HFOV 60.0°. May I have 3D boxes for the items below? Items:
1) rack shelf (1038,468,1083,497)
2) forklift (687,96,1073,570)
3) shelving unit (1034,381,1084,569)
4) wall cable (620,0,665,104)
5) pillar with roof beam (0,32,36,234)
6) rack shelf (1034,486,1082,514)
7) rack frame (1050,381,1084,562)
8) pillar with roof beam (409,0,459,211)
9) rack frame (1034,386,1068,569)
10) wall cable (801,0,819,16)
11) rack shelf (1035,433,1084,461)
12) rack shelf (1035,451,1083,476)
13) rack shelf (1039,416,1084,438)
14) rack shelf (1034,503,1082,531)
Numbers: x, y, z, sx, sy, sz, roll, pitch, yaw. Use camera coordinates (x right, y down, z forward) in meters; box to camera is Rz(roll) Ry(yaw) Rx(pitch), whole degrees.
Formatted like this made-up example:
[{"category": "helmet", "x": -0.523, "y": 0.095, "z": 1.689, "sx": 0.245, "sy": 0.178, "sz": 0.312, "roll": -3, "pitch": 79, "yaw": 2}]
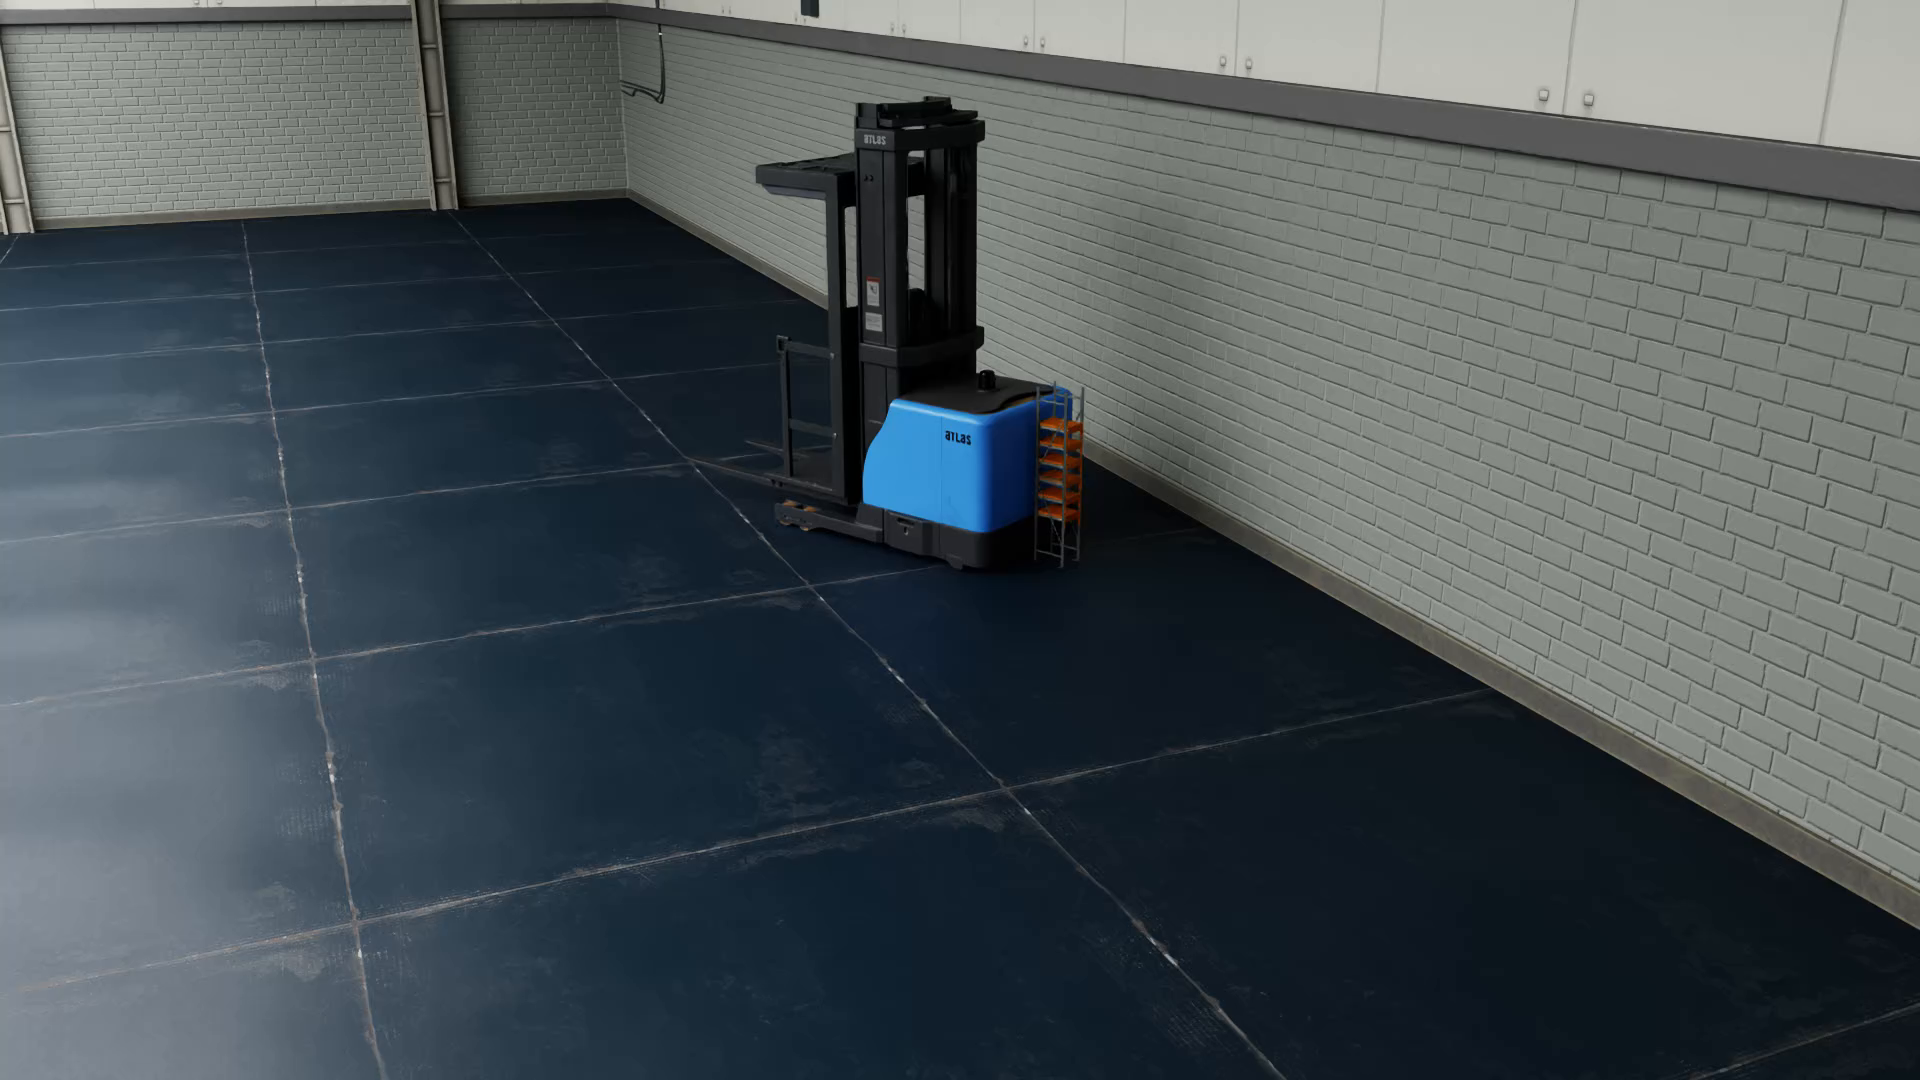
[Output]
[{"category": "rack shelf", "x": 0.647, "y": -0.380, "z": 10.926, "sx": 0.258, "sy": 0.103, "sz": 0.180, "roll": 15, "pitch": 24, "yaw": 36}, {"category": "forklift", "x": -0.690, "y": -1.567, "z": 11.559, "sx": 3.031, "sy": 2.935, "sz": 1.130, "roll": 15, "pitch": 24, "yaw": 36}, {"category": "shelving unit", "x": 0.648, "y": -0.422, "z": 10.911, "sx": 0.258, "sy": 1.200, "sz": 0.189, "roll": 15, "pitch": 24, "yaw": 36}, {"category": "wall cable", "x": -4.997, "y": -8.055, "z": 25.526, "sx": 0.112, "sy": 2.526, "sz": 3.097, "roll": -8, "pitch": 21, "yaw": -22}, {"category": "pillar with roof beam", "x": -12.029, "y": -7.434, "z": 19.084, "sx": 0.400, "sy": 9.000, "sz": 9.100, "roll": -8, "pitch": 21, "yaw": -22}, {"category": "rack shelf", "x": 0.647, "y": -0.267, "z": 10.966, "sx": 0.258, "sy": 0.103, "sz": 0.180, "roll": 15, "pitch": 24, "yaw": 36}, {"category": "rack frame", "x": 0.705, "y": -0.445, "z": 10.979, "sx": 0.240, "sy": 1.200, "sz": 0.006, "roll": 15, "pitch": 24, "yaw": 36}, {"category": "pillar with roof beam", "x": -6.520, "y": -8.223, "z": 21.326, "sx": 0.400, "sy": 9.000, "sz": 9.100, "roll": -8, "pitch": 21, "yaw": -22}, {"category": "rack frame", "x": 0.590, "y": -0.398, "z": 10.844, "sx": 0.240, "sy": 1.200, "sz": 0.006, "roll": 15, "pitch": 24, "yaw": 36}, {"category": "wall cable", "x": -1.251, "y": -8.227, "z": 16.217, "sx": 0.169, "sy": 6.003, "sz": 2.305, "roll": -8, "pitch": 21, "yaw": -22}, {"category": "rack shelf", "x": 0.648, "y": -0.606, "z": 10.846, "sx": 0.258, "sy": 0.103, "sz": 0.180, "roll": 15, "pitch": 24, "yaw": 36}, {"category": "rack shelf", "x": 0.648, "y": -0.493, "z": 10.886, "sx": 0.258, "sy": 0.103, "sz": 0.180, "roll": 15, "pitch": 24, "yaw": 36}, {"category": "rack shelf", "x": 0.648, "y": -0.719, "z": 10.806, "sx": 0.258, "sy": 0.103, "sz": 0.180, "roll": 15, "pitch": 24, "yaw": 36}, {"category": "rack shelf", "x": 0.647, "y": -0.154, "z": 11.006, "sx": 0.258, "sy": 0.103, "sz": 0.180, "roll": 15, "pitch": 24, "yaw": 36}]
